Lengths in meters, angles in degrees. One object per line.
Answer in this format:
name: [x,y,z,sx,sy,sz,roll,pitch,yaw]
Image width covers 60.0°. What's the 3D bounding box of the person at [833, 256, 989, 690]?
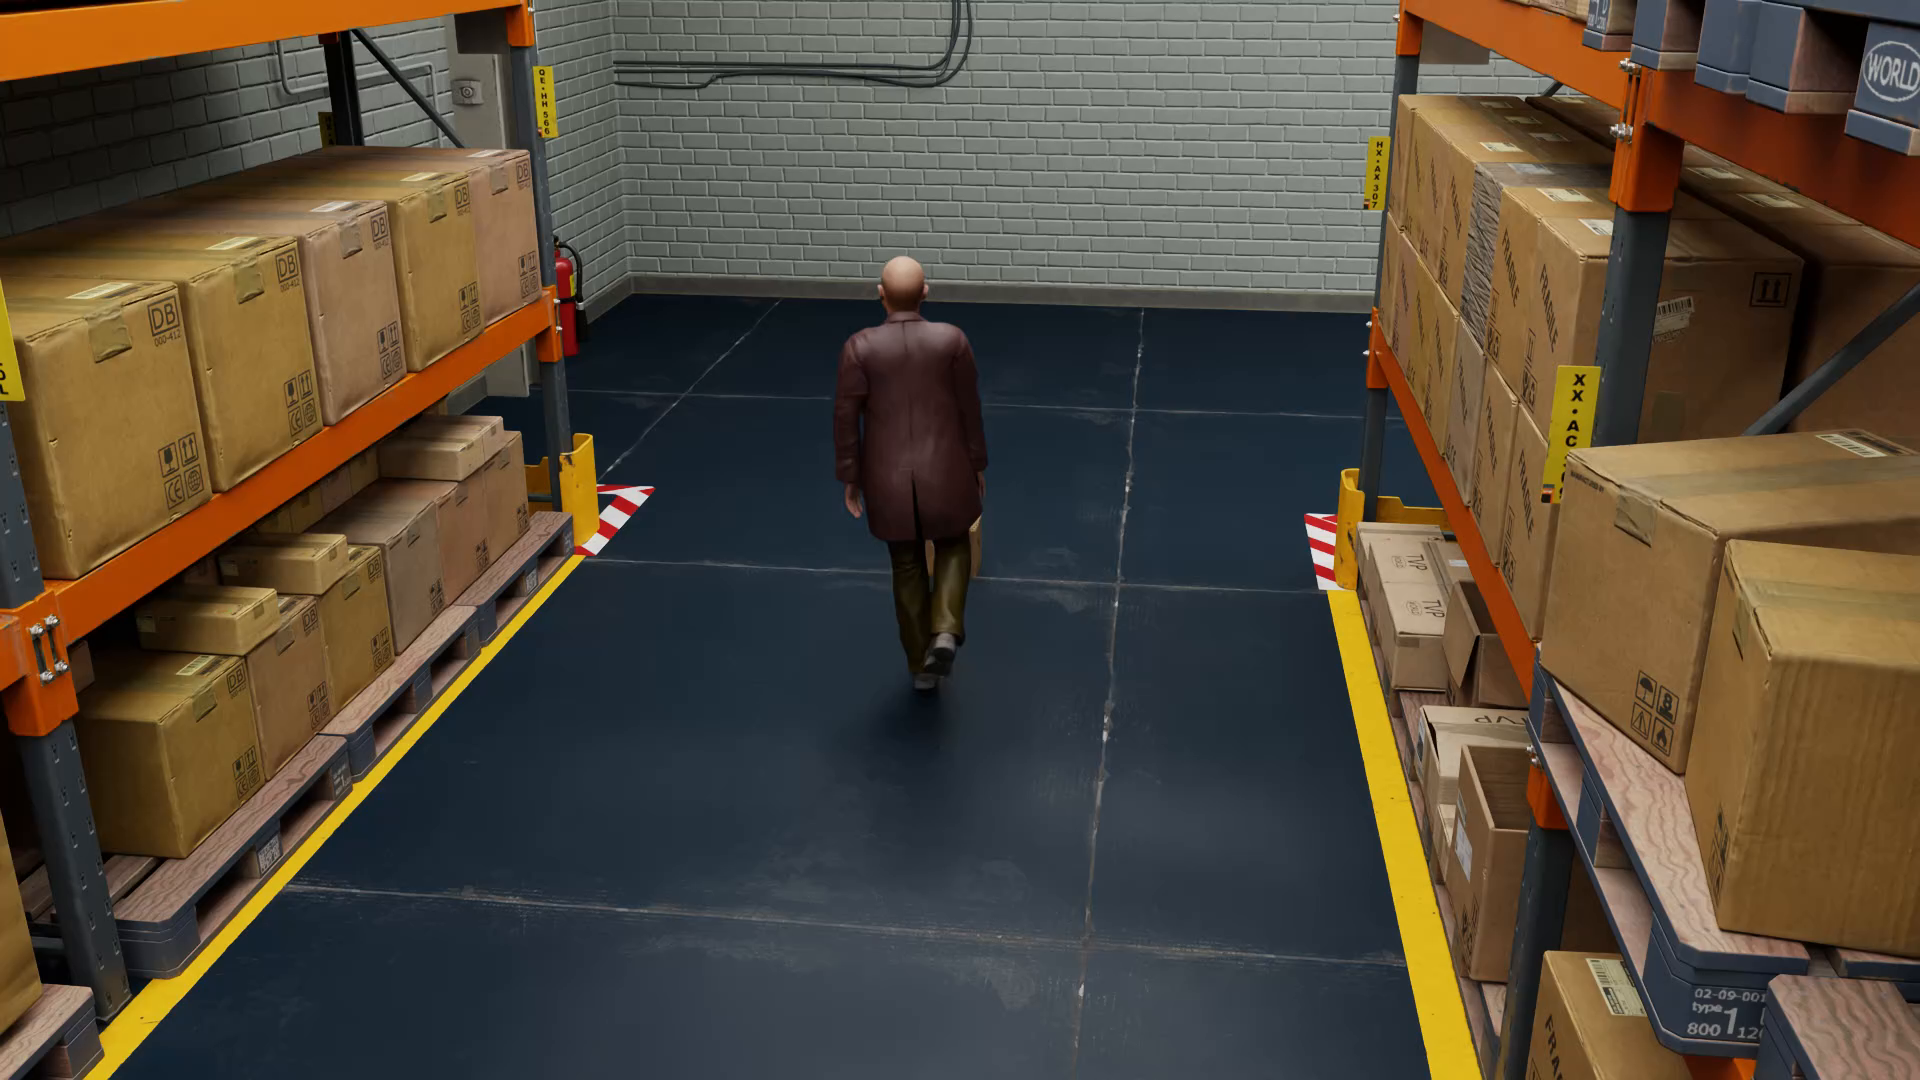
person: [-0.195,-0.227,6.644,0.624,1.772,0.610,0,21,0]
